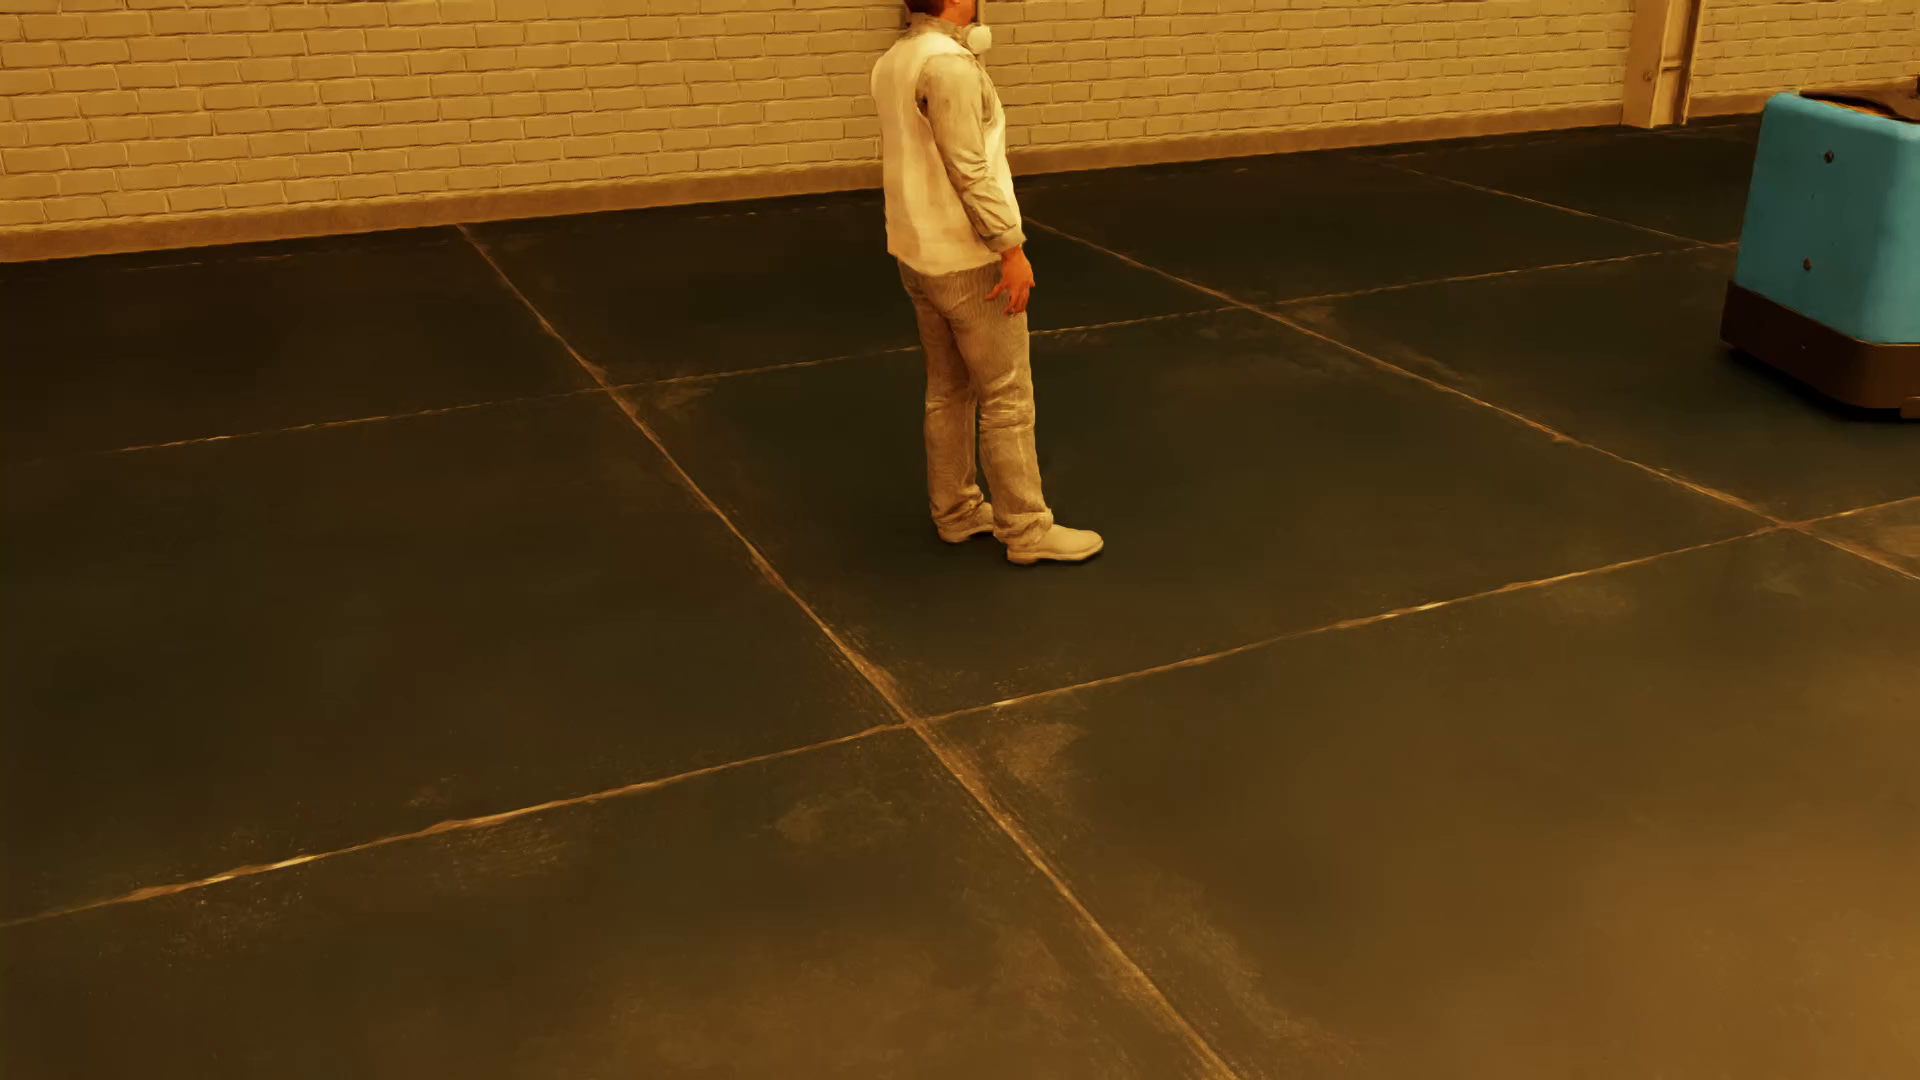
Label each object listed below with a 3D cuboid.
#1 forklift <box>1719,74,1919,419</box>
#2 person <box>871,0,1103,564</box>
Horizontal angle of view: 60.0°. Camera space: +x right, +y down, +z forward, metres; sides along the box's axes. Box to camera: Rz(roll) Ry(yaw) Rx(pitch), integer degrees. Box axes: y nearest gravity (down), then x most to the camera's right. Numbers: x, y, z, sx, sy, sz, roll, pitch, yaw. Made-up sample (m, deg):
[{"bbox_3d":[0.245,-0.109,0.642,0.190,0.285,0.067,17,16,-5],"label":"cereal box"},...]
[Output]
[{"bbox_3d":[4.722,-2.015,6.137,3.031,2.935,1.130,-2,23,-5],"label":"forklift"},{"bbox_3d":[0.060,-0.833,4.781,0.567,1.773,0.632,-10,25,-23],"label":"person"}]
